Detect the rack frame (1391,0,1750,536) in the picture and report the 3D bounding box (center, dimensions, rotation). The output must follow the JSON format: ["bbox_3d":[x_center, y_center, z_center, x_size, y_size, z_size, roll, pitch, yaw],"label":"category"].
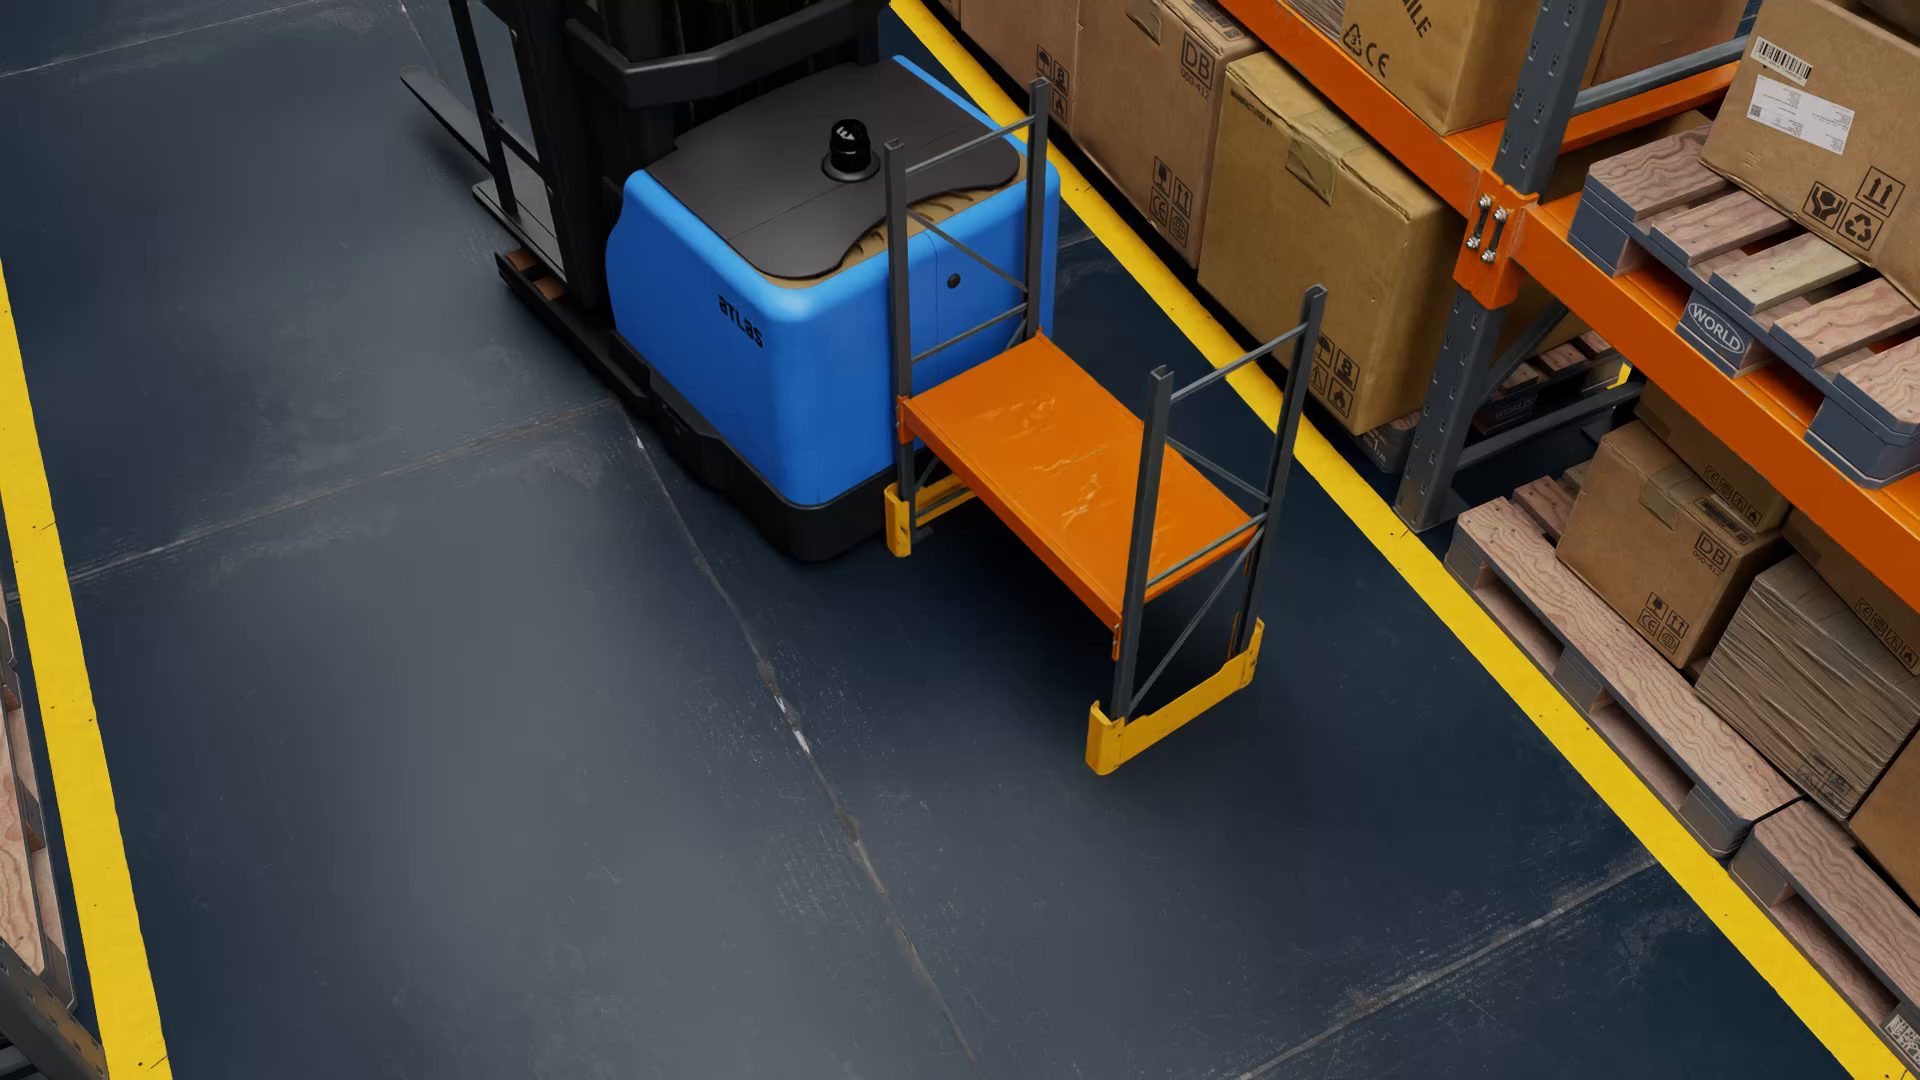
[{"bbox_3d":[1.856,-1.213,4.318,1.000,3.000,0.127,-21,52,-18],"label":"rack frame"}]

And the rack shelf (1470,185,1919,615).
[{"bbox_3d":[2.771,0.362,3.418,1.077,0.370,4.000,-21,52,-18],"label":"rack shelf"}]

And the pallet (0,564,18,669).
[{"bbox_3d":[-3.500,0.082,5.038,1.003,0.211,1.213,-21,52,-18],"label":"pallet"}]

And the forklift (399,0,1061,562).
[{"bbox_3d":[-1.010,-1.952,5.010,1.130,2.935,3.031,-31,56,-24],"label":"forklift"}]

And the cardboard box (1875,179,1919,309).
[{"bbox_3d":[2.483,-0.698,3.522,0.700,0.500,0.500,-14,50,-12],"label":"cardboard box"}]

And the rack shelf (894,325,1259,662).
[{"bbox_3d":[0.320,-0.159,4.632,0.538,0.185,1.000,-29,55,-23],"label":"rack shelf"}]

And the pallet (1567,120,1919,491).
[{"bbox_3d":[2.277,-0.710,4.005,1.213,0.211,1.003,-21,52,-18],"label":"pallet"}]

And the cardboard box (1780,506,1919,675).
[{"bbox_3d":[2.441,0.008,4.121,0.500,0.250,0.500,-16,51,-13],"label":"cardboard box"}]

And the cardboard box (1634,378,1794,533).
[{"bbox_3d":[2.189,-0.344,4.428,0.500,0.250,0.500,-19,52,-16],"label":"cardboard box"}]

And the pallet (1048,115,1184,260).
[{"bbox_3d":[1.008,-1.664,6.565,1.003,0.211,1.213,-21,52,-18],"label":"pallet"}]

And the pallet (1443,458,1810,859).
[{"bbox_3d":[2.212,0.228,4.910,1.003,0.211,1.213,-21,52,-18],"label":"pallet"}]

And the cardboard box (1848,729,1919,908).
[{"bbox_3d":[2.711,0.650,4.057,0.700,0.500,0.500,-17,51,-15],"label":"cardboard box"}]

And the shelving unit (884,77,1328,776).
[{"bbox_3d":[0.315,-0.283,4.501,0.587,1.500,1.083,-29,55,-23],"label":"shelving unit"}]

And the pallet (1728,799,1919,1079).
[{"bbox_3d":[2.767,1.044,4.197,1.003,0.211,1.213,-21,52,-18],"label":"pallet"}]

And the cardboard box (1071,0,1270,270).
[{"bbox_3d":[1.158,-1.720,5.894,1.225,0.875,0.875,-21,52,-17],"label":"cardboard box"}]

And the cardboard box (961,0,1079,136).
[{"bbox_3d":[0.746,-2.310,6.410,1.225,0.875,0.875,-23,53,-19],"label":"cardboard box"}]

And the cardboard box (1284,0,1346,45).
[{"bbox_3d":[1.187,-1.827,4.789,0.500,0.500,0.500,-22,52,-18],"label":"cardboard box"}]

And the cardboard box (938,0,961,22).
[{"bbox_3d":[0.336,-2.908,6.933,1.225,0.875,0.875,-21,52,-17],"label":"cardboard box"}]

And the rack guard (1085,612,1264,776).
[{"bbox_3d":[0.608,0.432,4.706,0.587,0.250,0.087,-29,55,-23],"label":"rack guard"}]

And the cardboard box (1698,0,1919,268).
[{"bbox_3d":[2.139,-1.037,3.819,0.500,0.500,0.500,-27,54,-22],"label":"cardboard box"}]

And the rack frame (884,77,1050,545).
[{"bbox_3d":[0.022,-0.587,4.767,0.500,1.500,0.032,-29,55,-23],"label":"rack frame"}]

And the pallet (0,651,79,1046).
[{"bbox_3d":[-2.946,0.898,4.325,1.003,0.211,1.213,-21,52,-18],"label":"pallet"}]

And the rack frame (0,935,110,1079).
[{"bbox_3d":[-2.548,0.493,2.826,1.000,3.000,0.127,-21,52,-18],"label":"rack frame"}]

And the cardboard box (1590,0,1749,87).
[{"bbox_3d":[1.876,-1.665,4.647,0.500,0.500,0.500,-20,52,-16],"label":"cardboard box"}]

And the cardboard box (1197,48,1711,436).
[{"bbox_3d":[1.559,-1.121,5.370,1.225,0.875,0.875,-23,53,-19],"label":"cardboard box"}]

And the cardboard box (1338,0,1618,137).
[{"bbox_3d":[1.410,-1.491,4.495,0.500,0.500,0.500,-20,52,-16],"label":"cardboard box"}]

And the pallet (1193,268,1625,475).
[{"bbox_3d":[1.562,-0.849,5.852,1.003,0.211,1.213,-21,52,-18],"label":"pallet"}]

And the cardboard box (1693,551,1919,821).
[{"bbox_3d":[2.446,0.273,4.387,0.700,0.500,0.500,-25,53,-20],"label":"cardboard box"}]

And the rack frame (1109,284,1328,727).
[{"bbox_3d":[0.619,0.032,4.226,0.500,1.500,0.032,-29,55,-23],"label":"rack frame"}]

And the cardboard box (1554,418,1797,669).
[{"bbox_3d":[2.180,-0.094,4.707,0.700,0.500,0.500,-24,53,-19],"label":"cardboard box"}]

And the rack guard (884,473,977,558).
[{"bbox_3d":[0.023,-0.175,5.237,0.587,0.250,0.087,-29,55,-23],"label":"rack guard"}]

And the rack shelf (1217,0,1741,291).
[{"bbox_3d":[0.941,-2.315,5.760,1.077,0.370,4.000,-21,52,-18],"label":"rack shelf"}]
